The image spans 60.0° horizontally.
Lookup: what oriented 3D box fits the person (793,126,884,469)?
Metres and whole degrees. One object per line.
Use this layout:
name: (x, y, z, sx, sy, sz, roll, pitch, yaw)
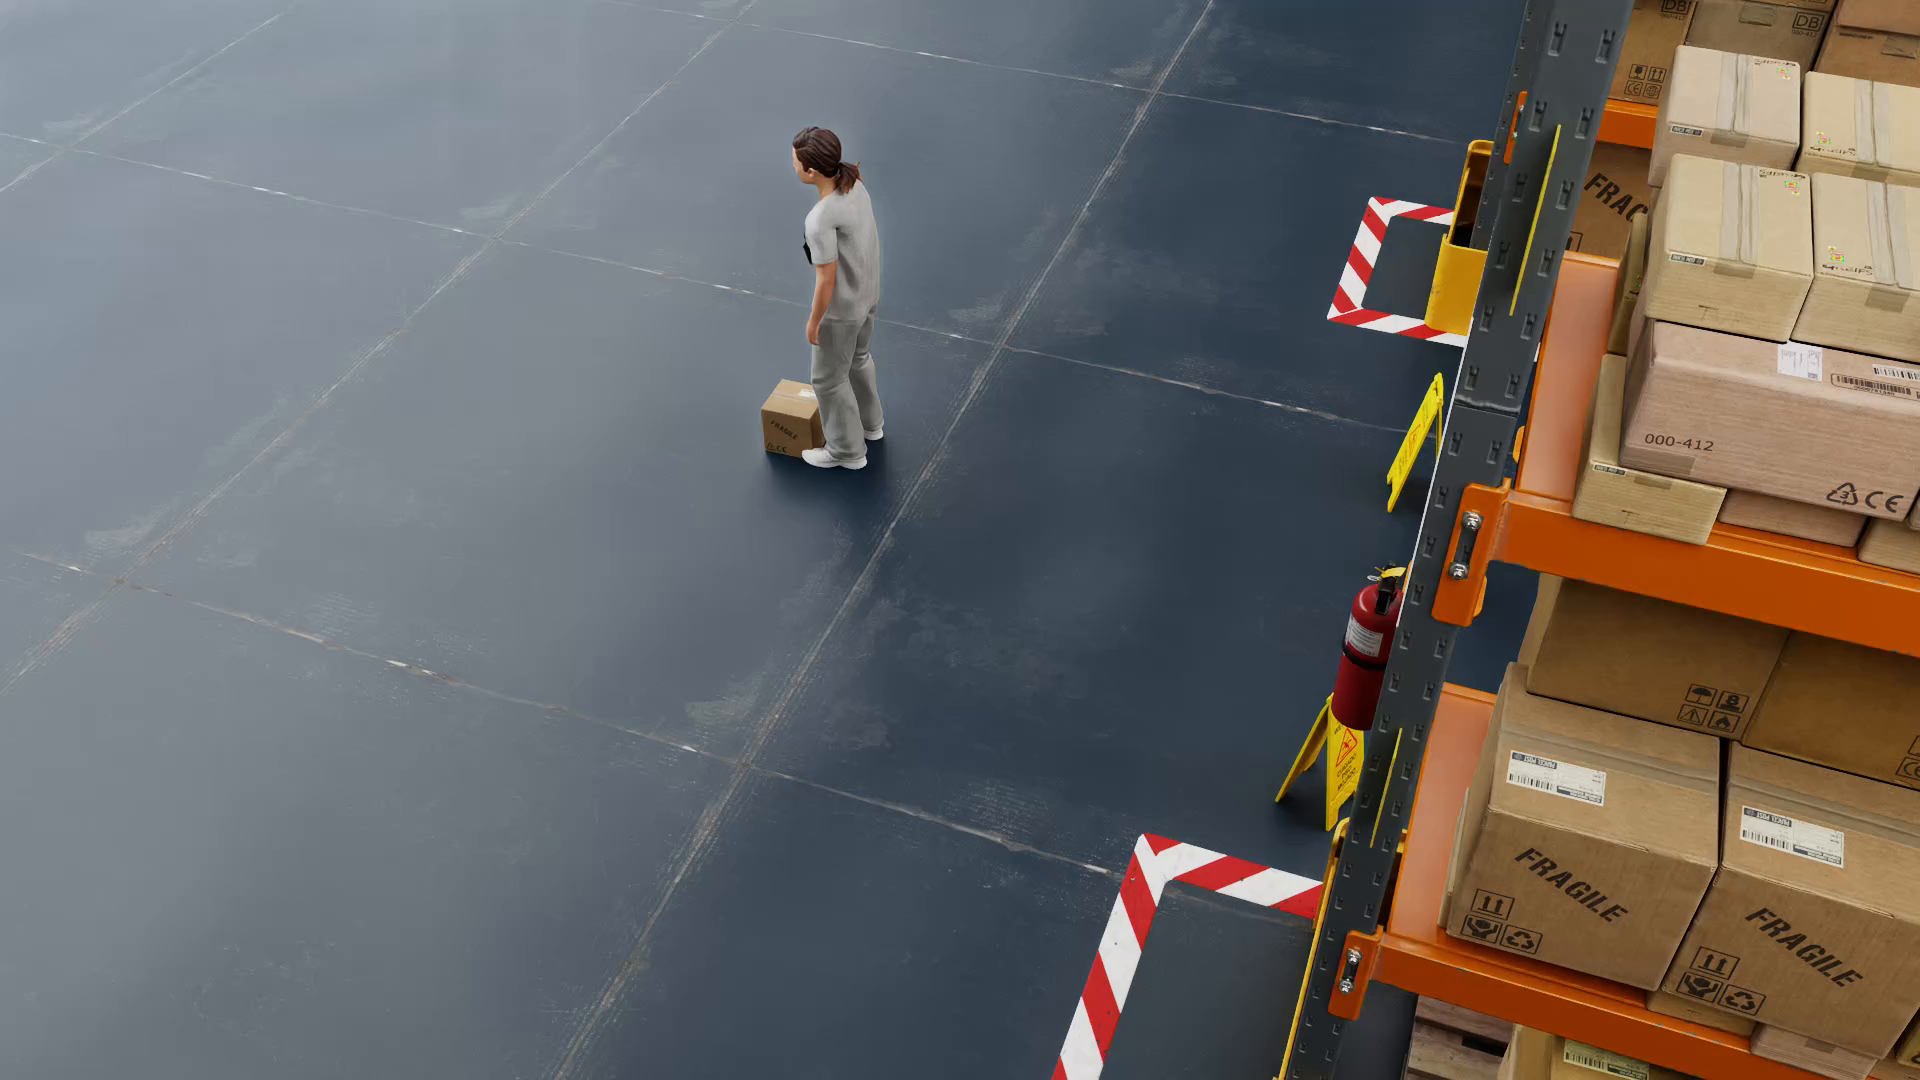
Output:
person: (-0.535, -1.052, 7.343, 0.355, 1.673, 0.489, 14, 43, 15)
